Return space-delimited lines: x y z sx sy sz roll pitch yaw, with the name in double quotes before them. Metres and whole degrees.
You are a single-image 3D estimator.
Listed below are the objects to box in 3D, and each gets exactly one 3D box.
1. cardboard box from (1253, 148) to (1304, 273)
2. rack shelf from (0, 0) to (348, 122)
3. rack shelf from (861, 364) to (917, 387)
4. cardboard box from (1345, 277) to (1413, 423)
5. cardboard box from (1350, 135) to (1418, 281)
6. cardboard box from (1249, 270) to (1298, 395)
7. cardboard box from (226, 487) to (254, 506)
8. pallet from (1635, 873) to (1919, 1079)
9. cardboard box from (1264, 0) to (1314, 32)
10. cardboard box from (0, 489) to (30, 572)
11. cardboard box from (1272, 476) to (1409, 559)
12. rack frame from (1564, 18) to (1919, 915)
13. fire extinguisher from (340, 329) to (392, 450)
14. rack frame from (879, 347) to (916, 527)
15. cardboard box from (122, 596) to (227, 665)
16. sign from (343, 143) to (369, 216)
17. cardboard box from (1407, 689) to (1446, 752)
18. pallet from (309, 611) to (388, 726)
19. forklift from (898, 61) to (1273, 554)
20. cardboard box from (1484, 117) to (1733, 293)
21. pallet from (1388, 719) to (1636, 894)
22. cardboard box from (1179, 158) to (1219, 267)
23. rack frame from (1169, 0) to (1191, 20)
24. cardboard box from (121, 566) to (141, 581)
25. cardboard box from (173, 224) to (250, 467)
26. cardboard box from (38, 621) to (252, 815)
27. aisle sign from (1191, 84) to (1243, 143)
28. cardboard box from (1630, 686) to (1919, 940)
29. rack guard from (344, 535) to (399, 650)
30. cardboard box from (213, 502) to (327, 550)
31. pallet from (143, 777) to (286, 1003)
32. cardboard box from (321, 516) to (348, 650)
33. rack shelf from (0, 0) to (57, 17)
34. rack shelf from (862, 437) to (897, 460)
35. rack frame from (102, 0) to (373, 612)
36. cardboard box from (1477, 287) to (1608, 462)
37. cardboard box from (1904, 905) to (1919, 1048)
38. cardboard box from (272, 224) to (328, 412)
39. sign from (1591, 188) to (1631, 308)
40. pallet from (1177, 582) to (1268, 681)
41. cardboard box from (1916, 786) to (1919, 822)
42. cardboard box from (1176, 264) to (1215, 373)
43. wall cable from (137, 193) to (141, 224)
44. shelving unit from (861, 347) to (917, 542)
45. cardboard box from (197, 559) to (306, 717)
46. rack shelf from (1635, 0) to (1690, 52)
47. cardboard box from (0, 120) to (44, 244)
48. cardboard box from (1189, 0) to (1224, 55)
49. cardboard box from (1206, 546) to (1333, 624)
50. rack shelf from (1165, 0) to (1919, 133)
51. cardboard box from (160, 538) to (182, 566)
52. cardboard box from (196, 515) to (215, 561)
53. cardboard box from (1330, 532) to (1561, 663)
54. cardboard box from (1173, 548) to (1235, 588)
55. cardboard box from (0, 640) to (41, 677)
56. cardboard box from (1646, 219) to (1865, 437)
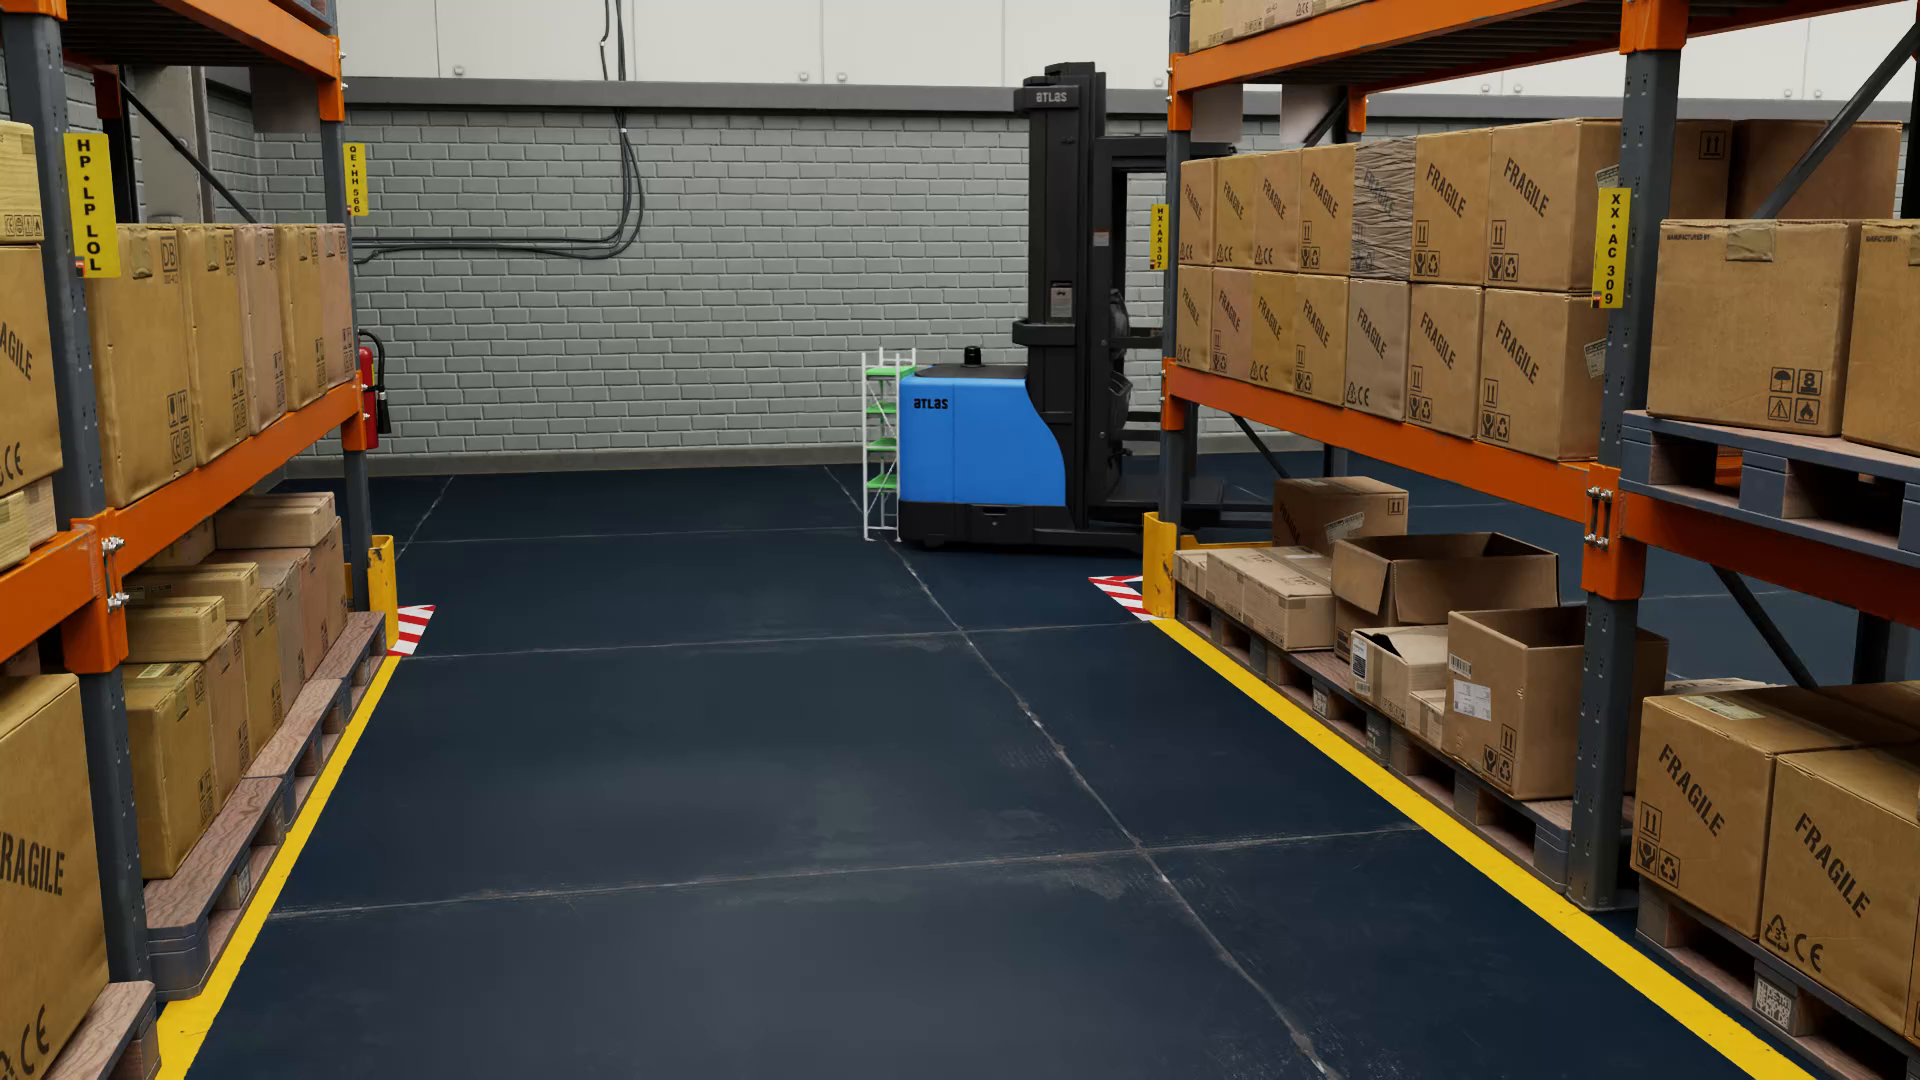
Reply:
"cardboard box" 1.577 -1.394 7.056 0.500 0.500 0.500 -2 11 -10
"rack shelf" -2.922 -1.705 5.532 1.077 0.370 4.000 -2 11 -11
"rack shelf" -0.454 -1.038 10.716 0.258 0.148 0.480 2 11 10
"cardboard box" 1.773 -0.719 6.182 0.500 0.500 0.500 -2 11 -10
"cardboard box" 1.773 -1.208 6.082 0.500 0.500 0.500 -2 11 -11
"cardboard box" 1.576 -0.904 7.155 0.500 0.500 0.500 -2 11 -11
"cardboard box" -3.297 -0.139 7.233 0.380 0.149 0.250 -2 11 -11
"pallet" 2.521 1.119 4.252 1.003 0.211 1.213 -2 11 -11
"cardboard box" 1.581 -2.245 6.847 0.500 0.250 0.500 -2 11 -11
"cardboard box" -2.117 -0.007 3.329 0.380 0.149 0.250 -2 11 -10
"cardboard box" 1.895 -0.030 8.338 0.500 0.500 0.500 -2 11 -11
"rack frame" 2.325 -0.399 4.768 1.000 3.000 0.127 -2 11 -11
"fire extinguisher" -2.888 -0.775 7.948 0.296 0.674 0.183 -2 11 -11
"rack frame" -0.410 -0.674 11.029 0.240 1.200 0.015 2 11 10
"cardboard box" -2.465 0.275 5.057 0.380 0.149 0.250 -2 11 -9
"sign" -2.776 -1.654 7.632 0.100 0.325 0.005 -2 11 -11
"cardboard box" 1.805 0.625 5.838 0.380 0.149 0.250 -2 11 -11
"pallet" -3.079 0.562 7.178 1.003 0.211 1.213 -2 11 -11
"forklift" 1.179 -1.420 10.317 3.031 2.935 1.130 2 11 10
"cardboard box" 1.973 -1.022 5.103 0.500 0.500 0.500 -2 11 -11
"pallet" 2.193 0.845 5.691 1.003 0.211 1.213 -2 11 -11
"cardboard box" 1.375 -1.582 8.042 0.500 0.500 0.500 -2 11 -9
"rack frame" 1.547 -4.079 8.062 1.000 3.000 0.127 -2 11 -11
"cardboard box" -2.949 0.187 5.519 0.380 0.149 0.250 -2 11 -10
"cardboard box" -2.759 -0.599 5.020 0.980 0.700 0.700 -2 11 -12
"cardboard box" -2.672 0.571 5.237 0.700 0.500 0.500 -2 11 -12
"aisle sign" 1.246 -2.411 8.389 0.394 0.787 0.004 -2 11 -11
"cardboard box" 2.181 0.711 4.448 0.500 0.500 0.500 -3 11 -14
"rack guard" -3.315 0.272 7.929 1.175 0.500 0.348 -2 11 -11
"cardboard box" -2.822 -0.060 6.816 0.380 0.149 0.250 -2 11 -9
"pallet" -2.604 1.010 4.826 1.003 0.211 1.213 -2 11 -11
"cardboard box" -3.077 0.195 7.211 0.700 0.500 0.500 -2 11 -11
"rack shelf" -2.144 -0.971 1.678 1.077 0.370 4.000 -2 11 -11
"rack shelf" -0.454 -0.567 10.805 0.258 0.148 0.480 2 11 10
"rack frame" -3.311 -0.951 7.672 1.000 3.000 0.127 -2 11 -11
"cardboard box" 1.977 -0.530 5.191 0.500 0.500 0.500 -2 11 -10
"cardboard box" 2.385 0.900 3.453 0.500 0.500 0.500 -2 11 -10
"cardboard box" -3.049 -0.872 6.456 0.980 0.700 0.700 -2 11 -11
"sign" 1.795 -0.803 4.576 0.100 0.325 0.005 -2 11 -11
"pallet" 1.718 0.398 8.042 1.003 0.211 1.213 -2 11 -11
"cardboard box" 2.375 0.526 3.414 0.500 0.250 0.500 -2 11 -11
"cardboard box" 1.375 -1.090 8.135 0.500 0.500 0.500 -2 11 -10
"wall cable" -4.488 -1.651 8.631 0.084 1.984 1.851 -2 11 -11
"shelving unit" -0.454 -0.629 10.793 0.258 1.200 0.503 2 11 10
"cardboard box" -2.881 0.379 6.245 0.700 0.500 0.500 -2 11 -13
"rack shelf" 2.714 -1.152 2.628 1.077 0.370 4.000 -2 11 -11
"cardboard box" -2.191 -0.715 3.308 0.500 0.250 0.500 -2 11 -10
"cardboard box" 1.398 -2.429 7.812 0.500 0.250 0.500 -2 11 -11
"cardboard box" 1.472 0.204 7.778 0.500 0.250 0.500 -2 11 -11
"rack shelf" 1.936 -1.886 6.482 1.077 0.370 4.000 -2 11 -11
"cardboard box" -3.049 0.093 6.012 0.380 0.149 0.250 -2 11 -10
"cardboard box" -3.150 0.000 6.504 0.380 0.149 0.250 -2 11 -11
"cardboard box" 1.955 0.267 6.770 0.797 0.503 0.637 -2 11 -11
"cardboard box" 1.292 0.141 8.379 0.380 0.149 0.250 -2 11 -11
"cardboard box" -2.744 0.378 4.514 0.380 0.149 0.250 -2 11 -11
"cardboard box" 2.198 -0.559 4.220 0.700 0.500 0.500 -6 12 -30
